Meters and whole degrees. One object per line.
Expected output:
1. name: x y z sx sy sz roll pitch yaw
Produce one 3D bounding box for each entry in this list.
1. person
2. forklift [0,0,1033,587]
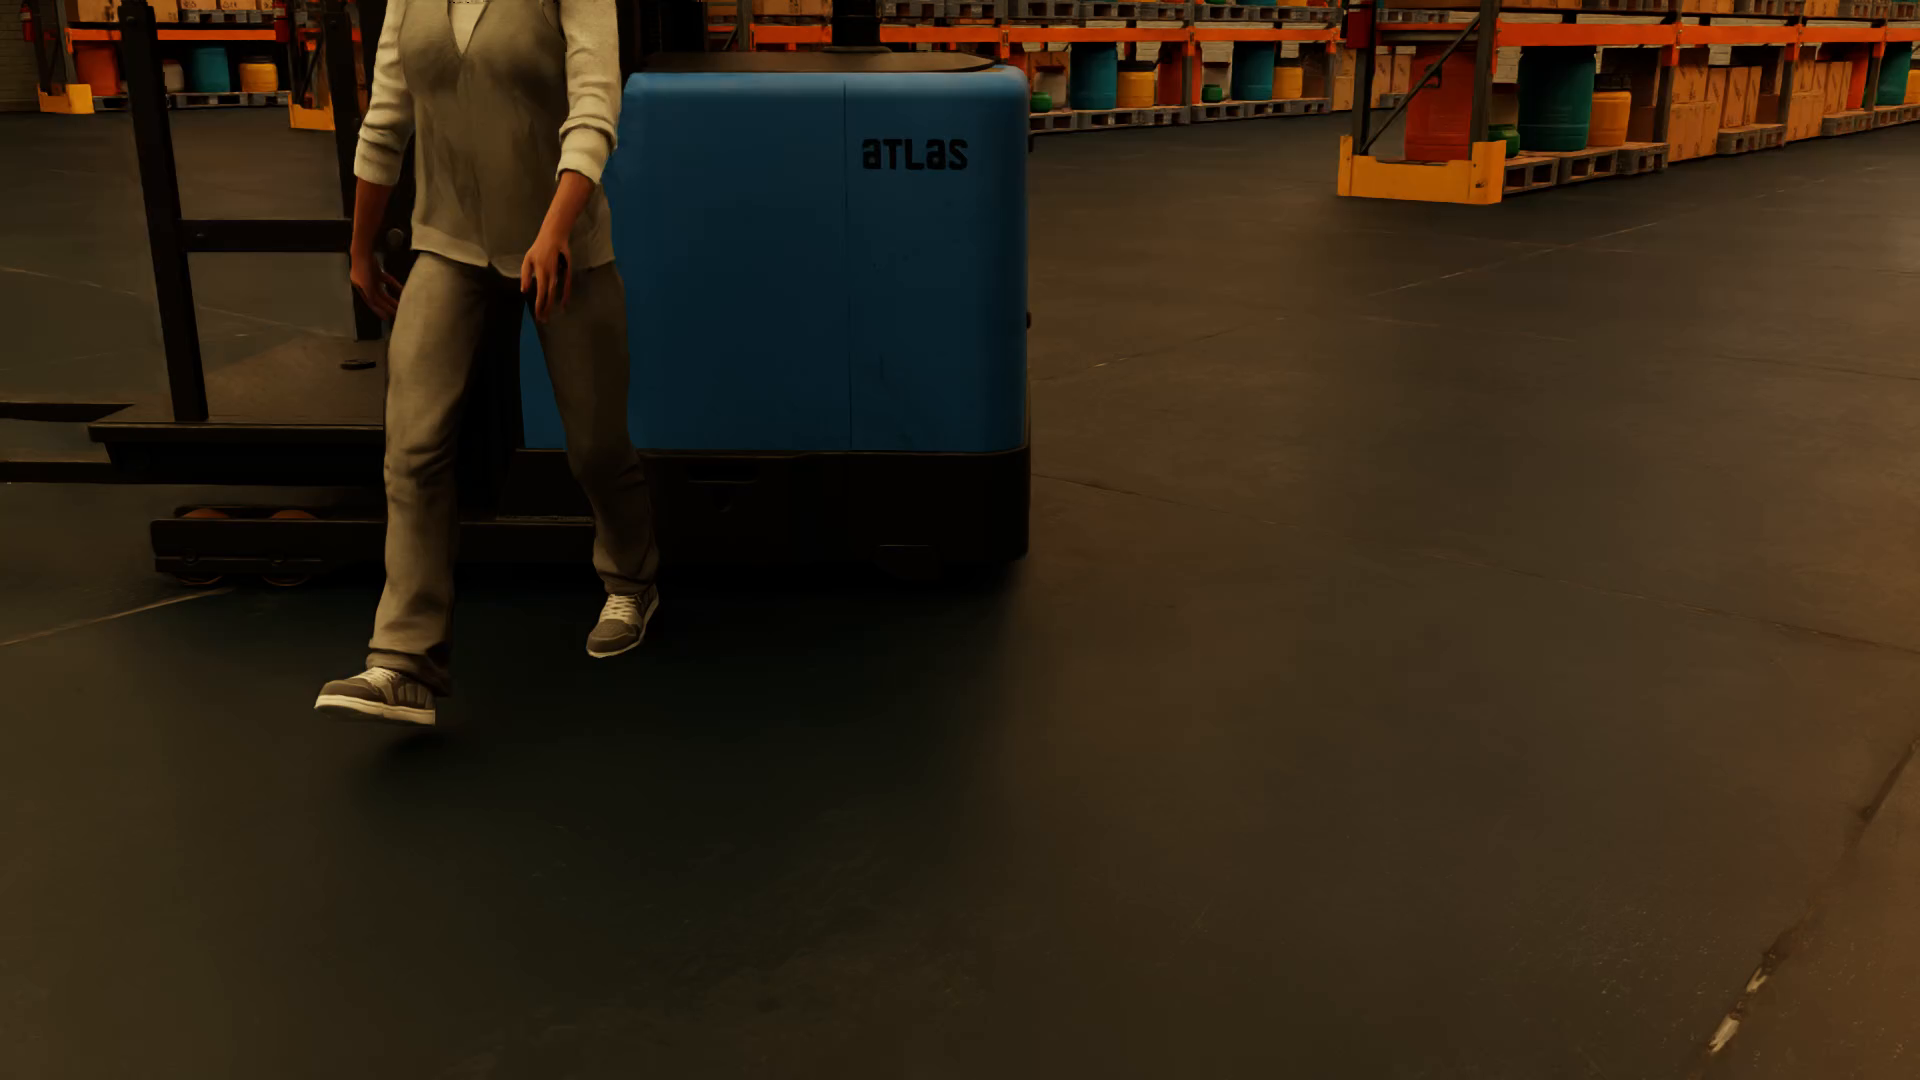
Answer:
1. person: -0.826 -0.453 2.835 0.556 1.546 0.851 1 17 3
2. forklift: -1.348 -1.452 3.680 3.031 2.935 1.130 1 17 2
